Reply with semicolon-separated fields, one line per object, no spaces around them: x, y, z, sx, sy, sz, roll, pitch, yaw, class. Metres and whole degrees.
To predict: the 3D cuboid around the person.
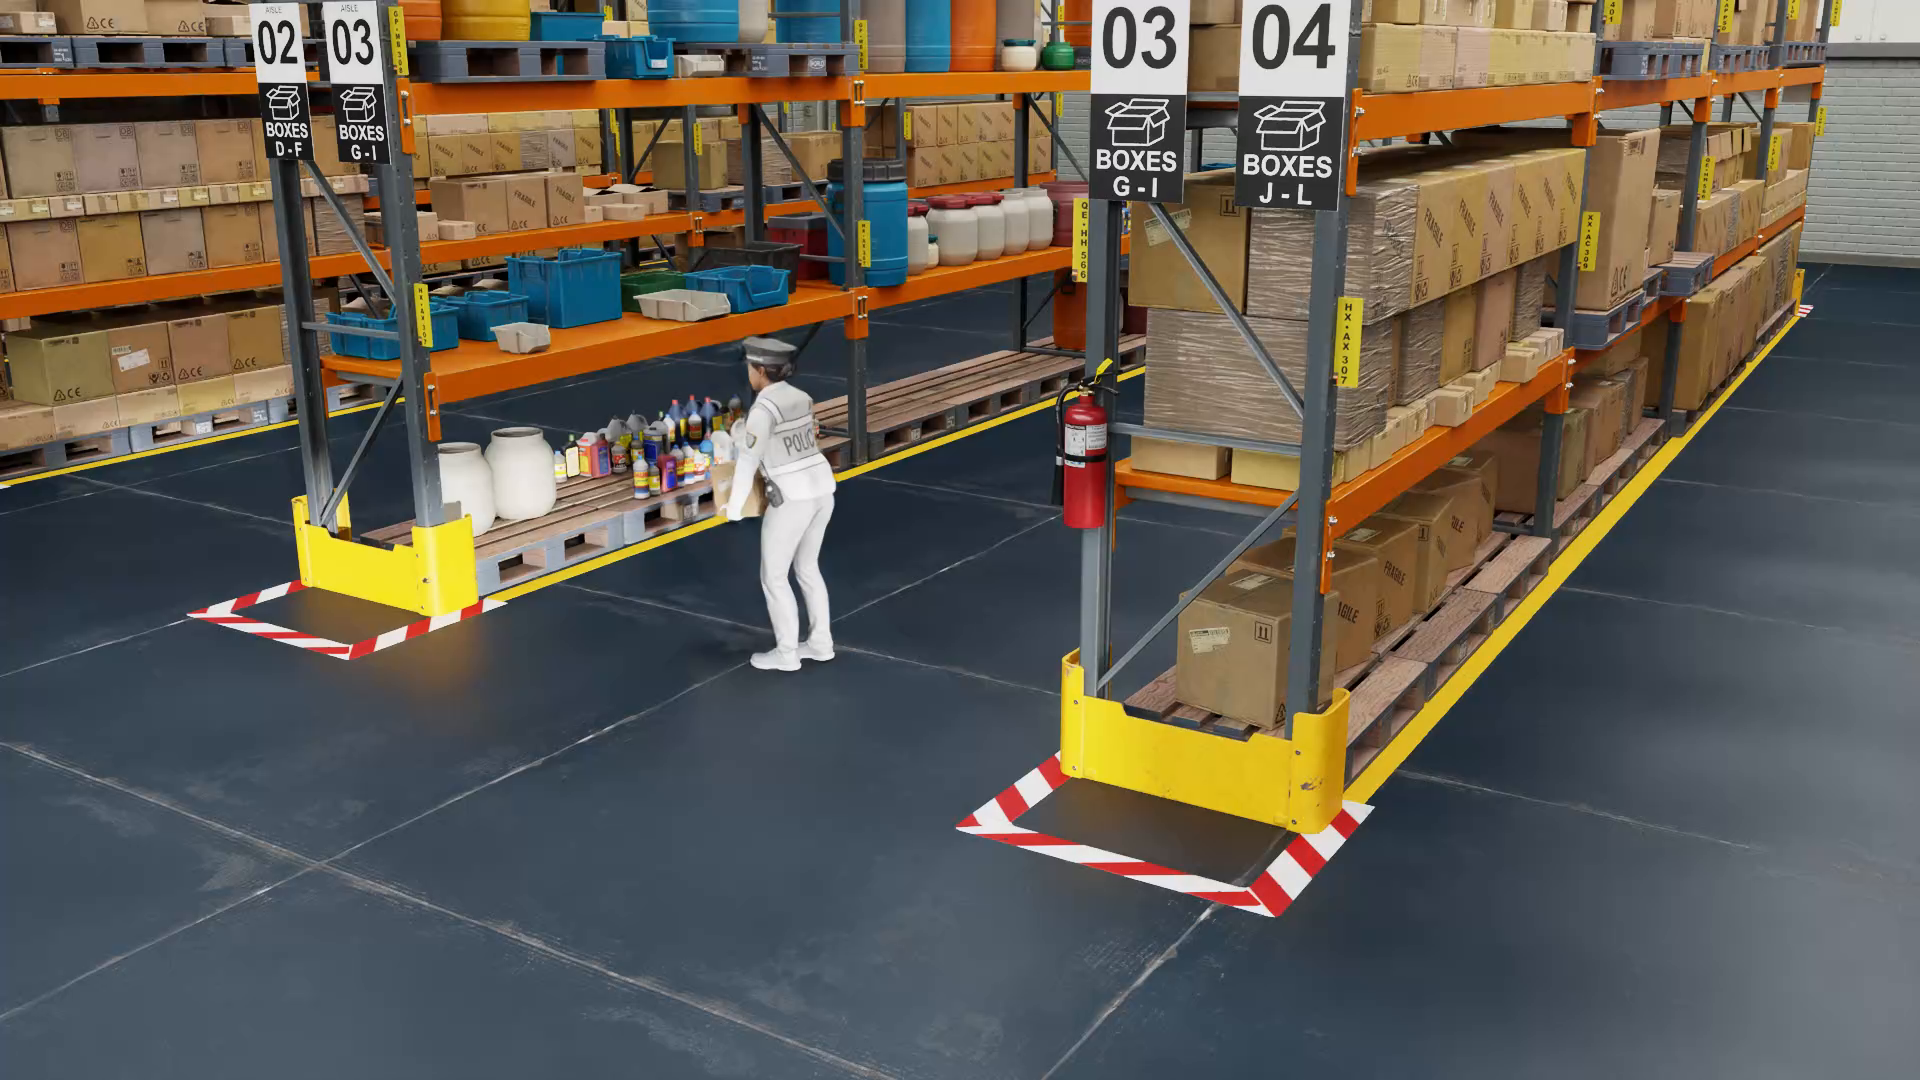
-0.885;-0.192;8.158;0.522;1.691;0.416;10;19;29;person
